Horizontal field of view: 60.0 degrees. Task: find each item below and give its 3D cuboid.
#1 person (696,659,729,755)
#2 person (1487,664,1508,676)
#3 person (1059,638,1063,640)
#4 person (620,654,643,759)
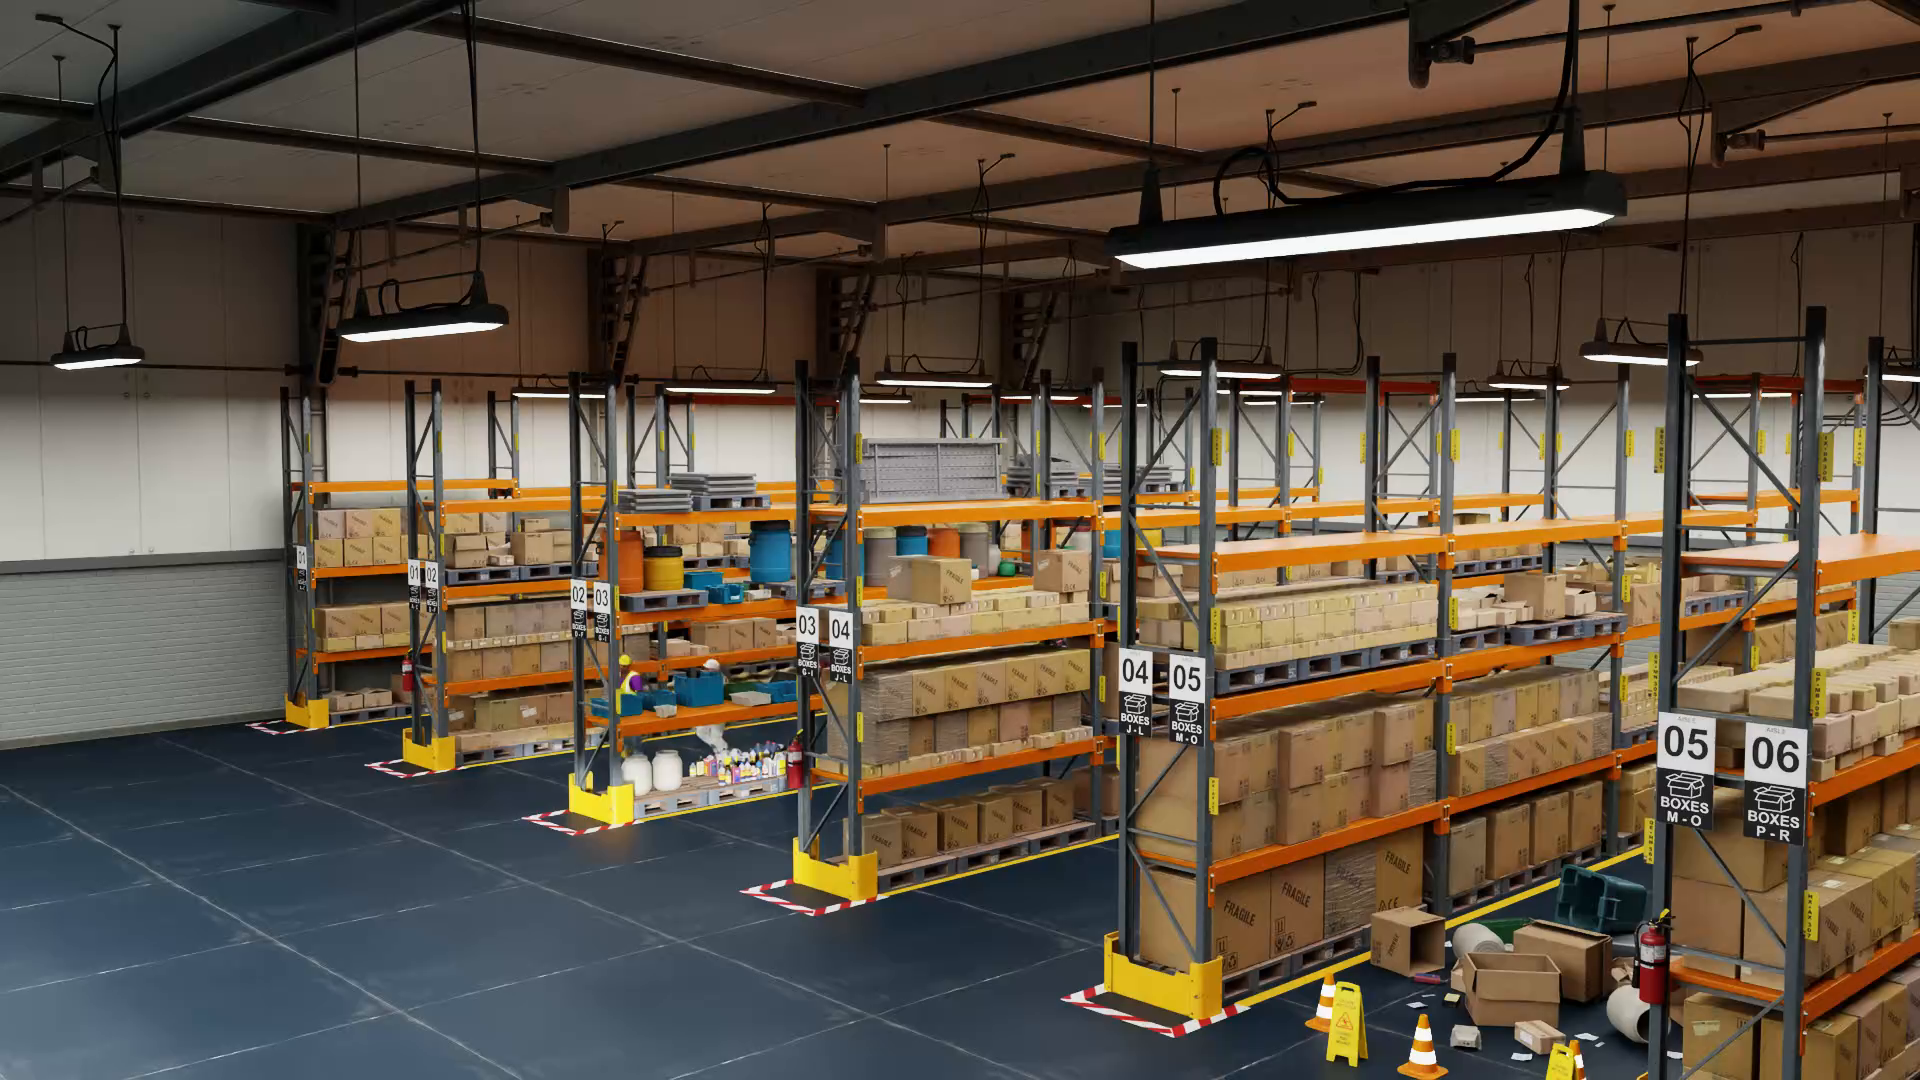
[{"bbox_3d":[-3.817,2.681,25.741,0.705,1.701,0.677,-2,4,-34],"label":"person"},{"bbox_3d":[8.538,2.652,26.150,0.895,1.741,0.599,-3,5,-38],"label":"person"},{"bbox_3d":[2.070,2.338,31.211,0.745,1.705,0.579,-3,5,-43],"label":"person"},{"bbox_3d":[-5.213,2.632,25.981,0.678,1.711,0.807,2,4,28],"label":"person"}]
